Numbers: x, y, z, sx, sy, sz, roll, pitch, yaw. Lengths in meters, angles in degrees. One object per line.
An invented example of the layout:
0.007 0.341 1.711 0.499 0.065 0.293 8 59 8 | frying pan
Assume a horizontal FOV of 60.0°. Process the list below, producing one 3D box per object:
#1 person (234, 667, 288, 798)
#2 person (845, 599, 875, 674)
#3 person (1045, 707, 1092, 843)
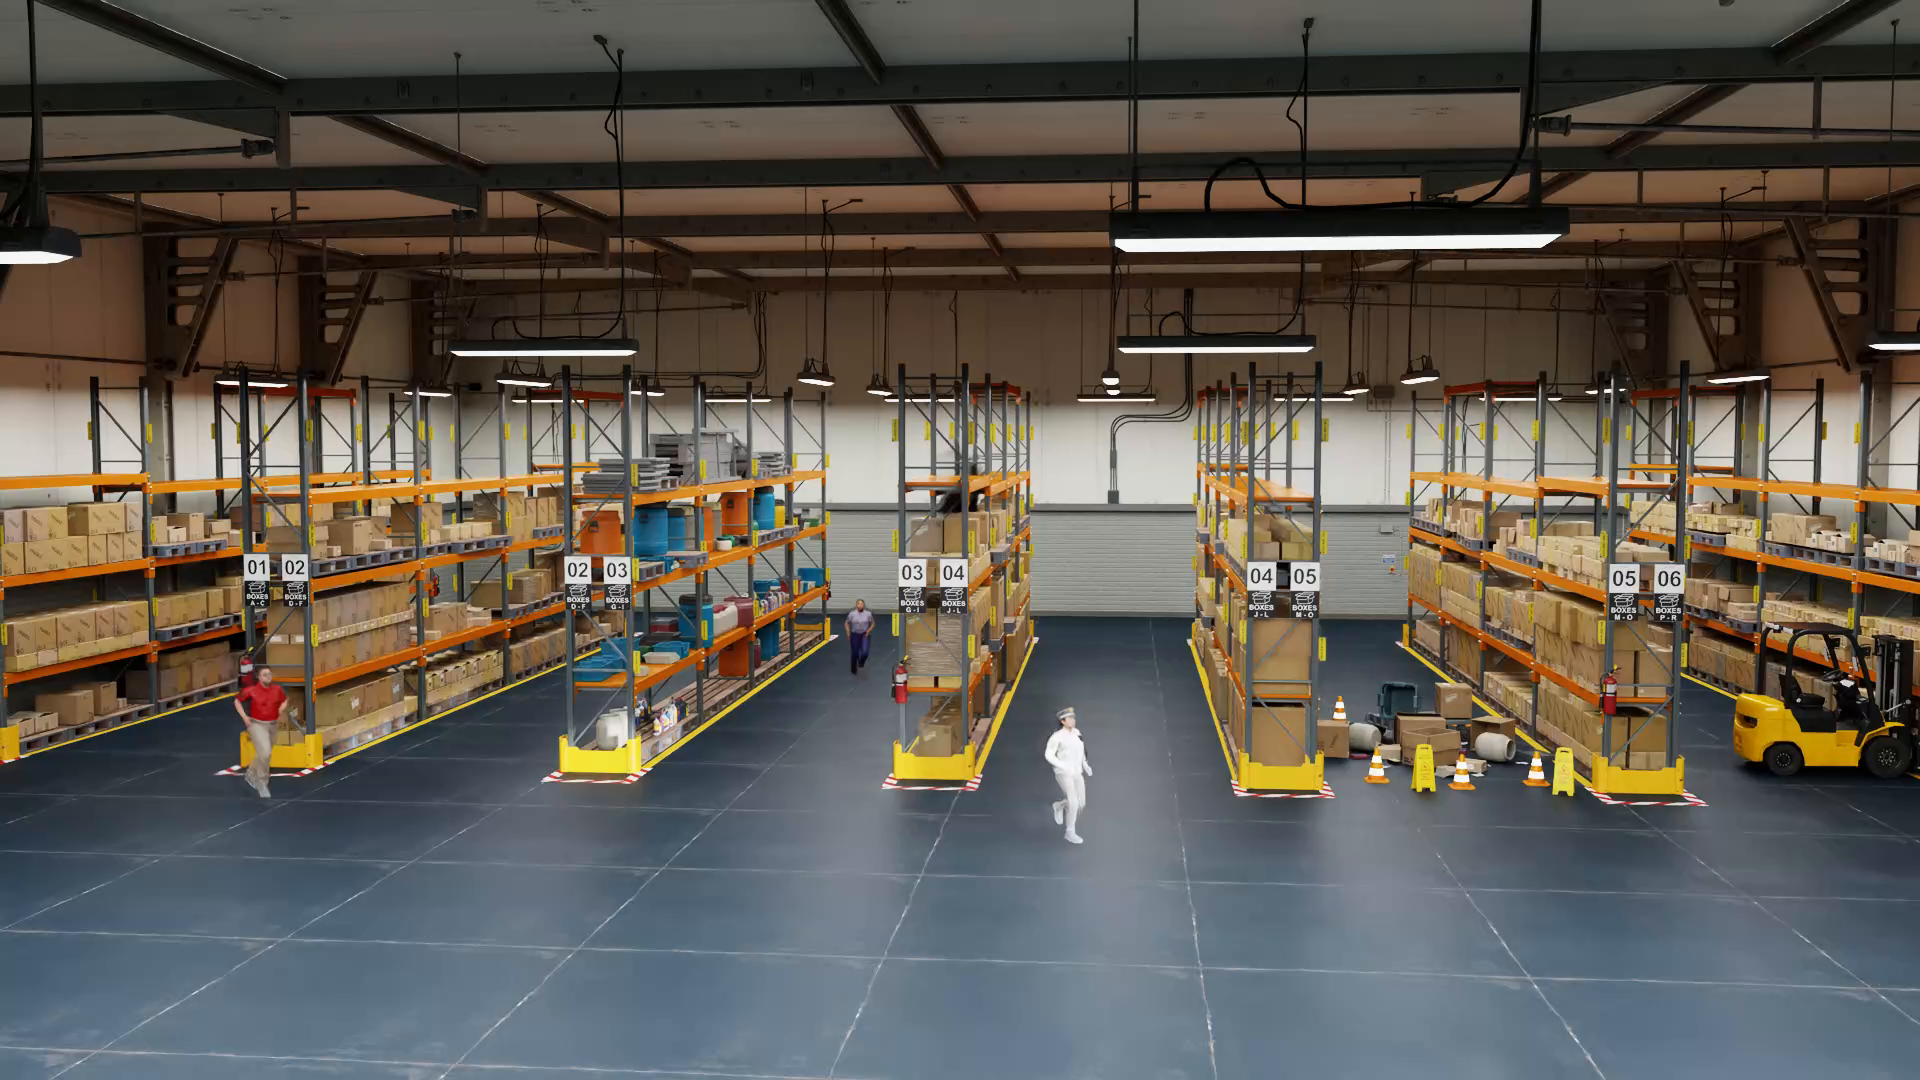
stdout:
-9.708 2.663 23.187 0.747 1.802 0.677 3 4 35 | person
-2.001 1.911 33.439 0.607 1.428 0.553 -1 4 -8 | person
1.298 2.872 20.494 0.617 1.663 0.564 -3 5 -40 | person
